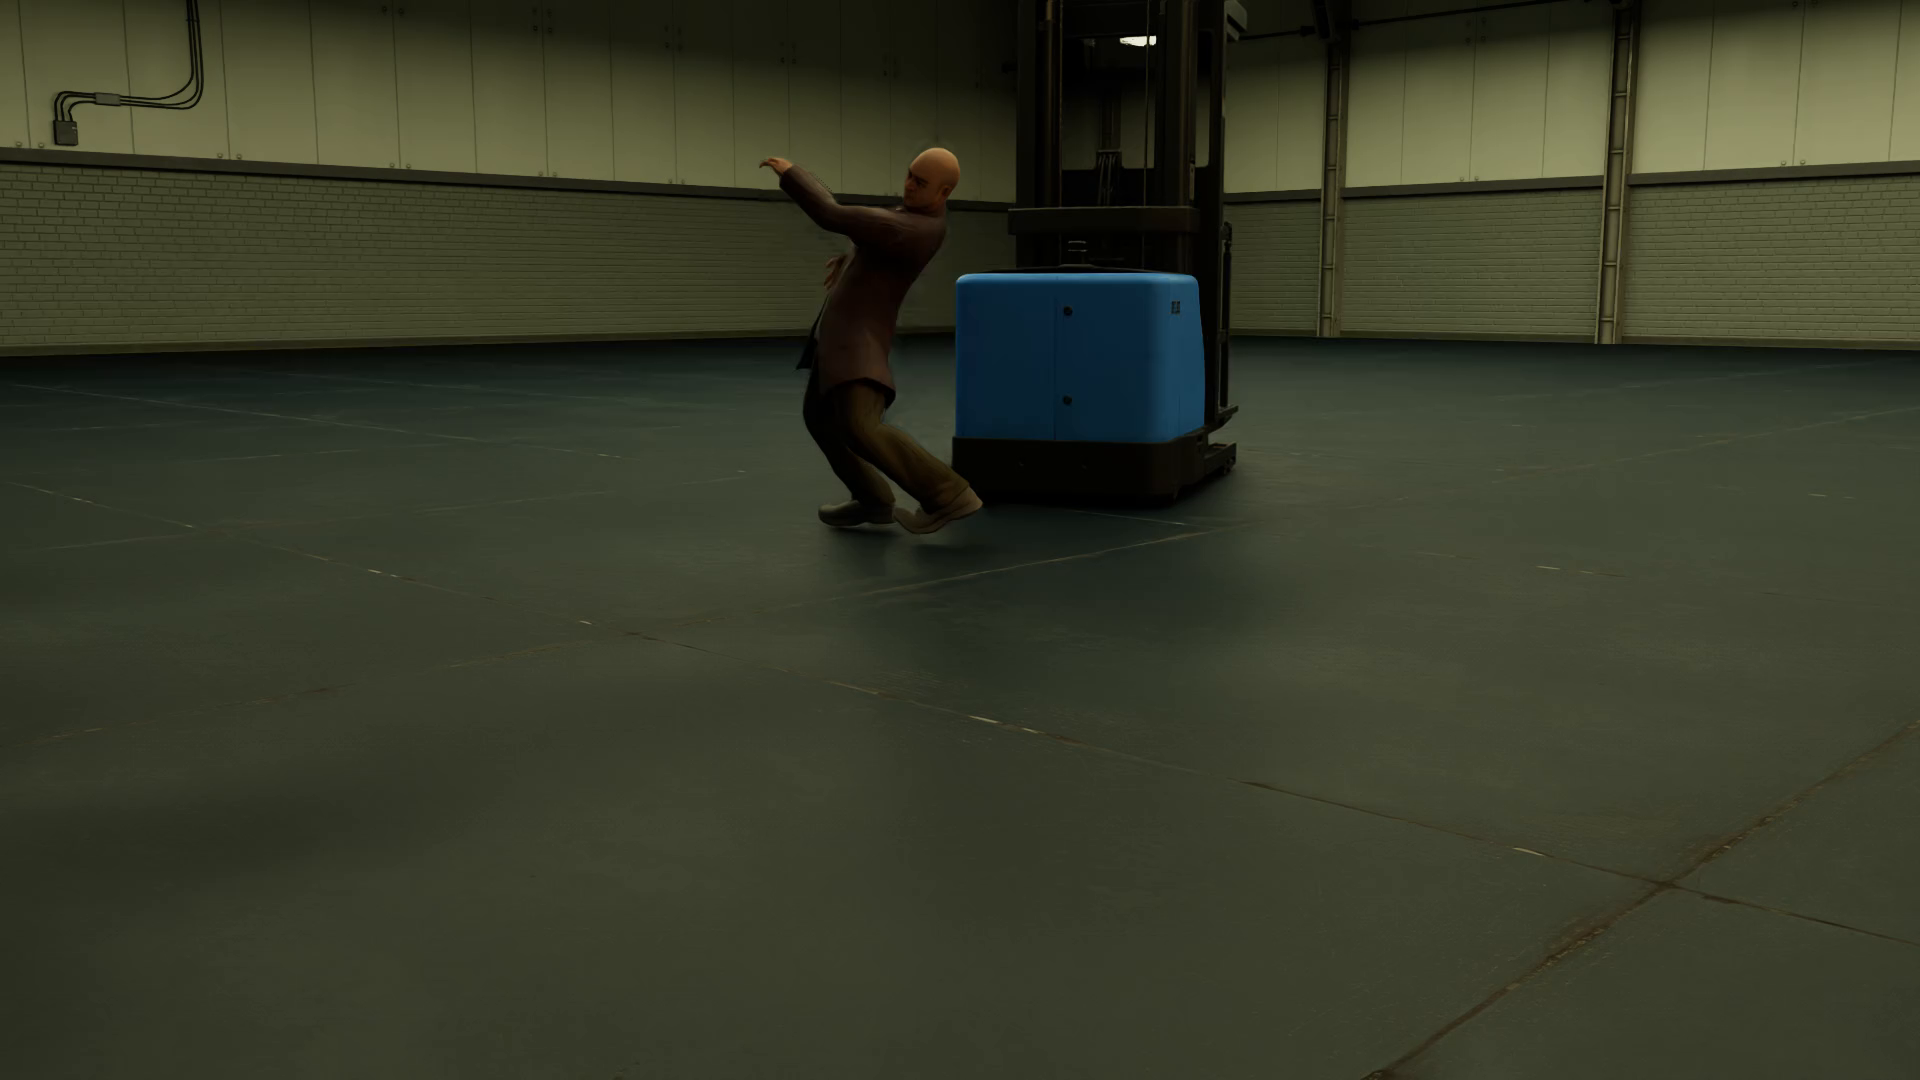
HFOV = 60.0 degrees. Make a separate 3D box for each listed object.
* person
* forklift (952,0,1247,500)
[{"bbox_3d":[-0.404,-0.805,6.840,0.835,1.537,1.065,-2,9,-10],"label":"person"},{"bbox_3d":[0.907,-1.815,8.926,1.130,2.935,3.031,3,9,18],"label":"forklift"}]
